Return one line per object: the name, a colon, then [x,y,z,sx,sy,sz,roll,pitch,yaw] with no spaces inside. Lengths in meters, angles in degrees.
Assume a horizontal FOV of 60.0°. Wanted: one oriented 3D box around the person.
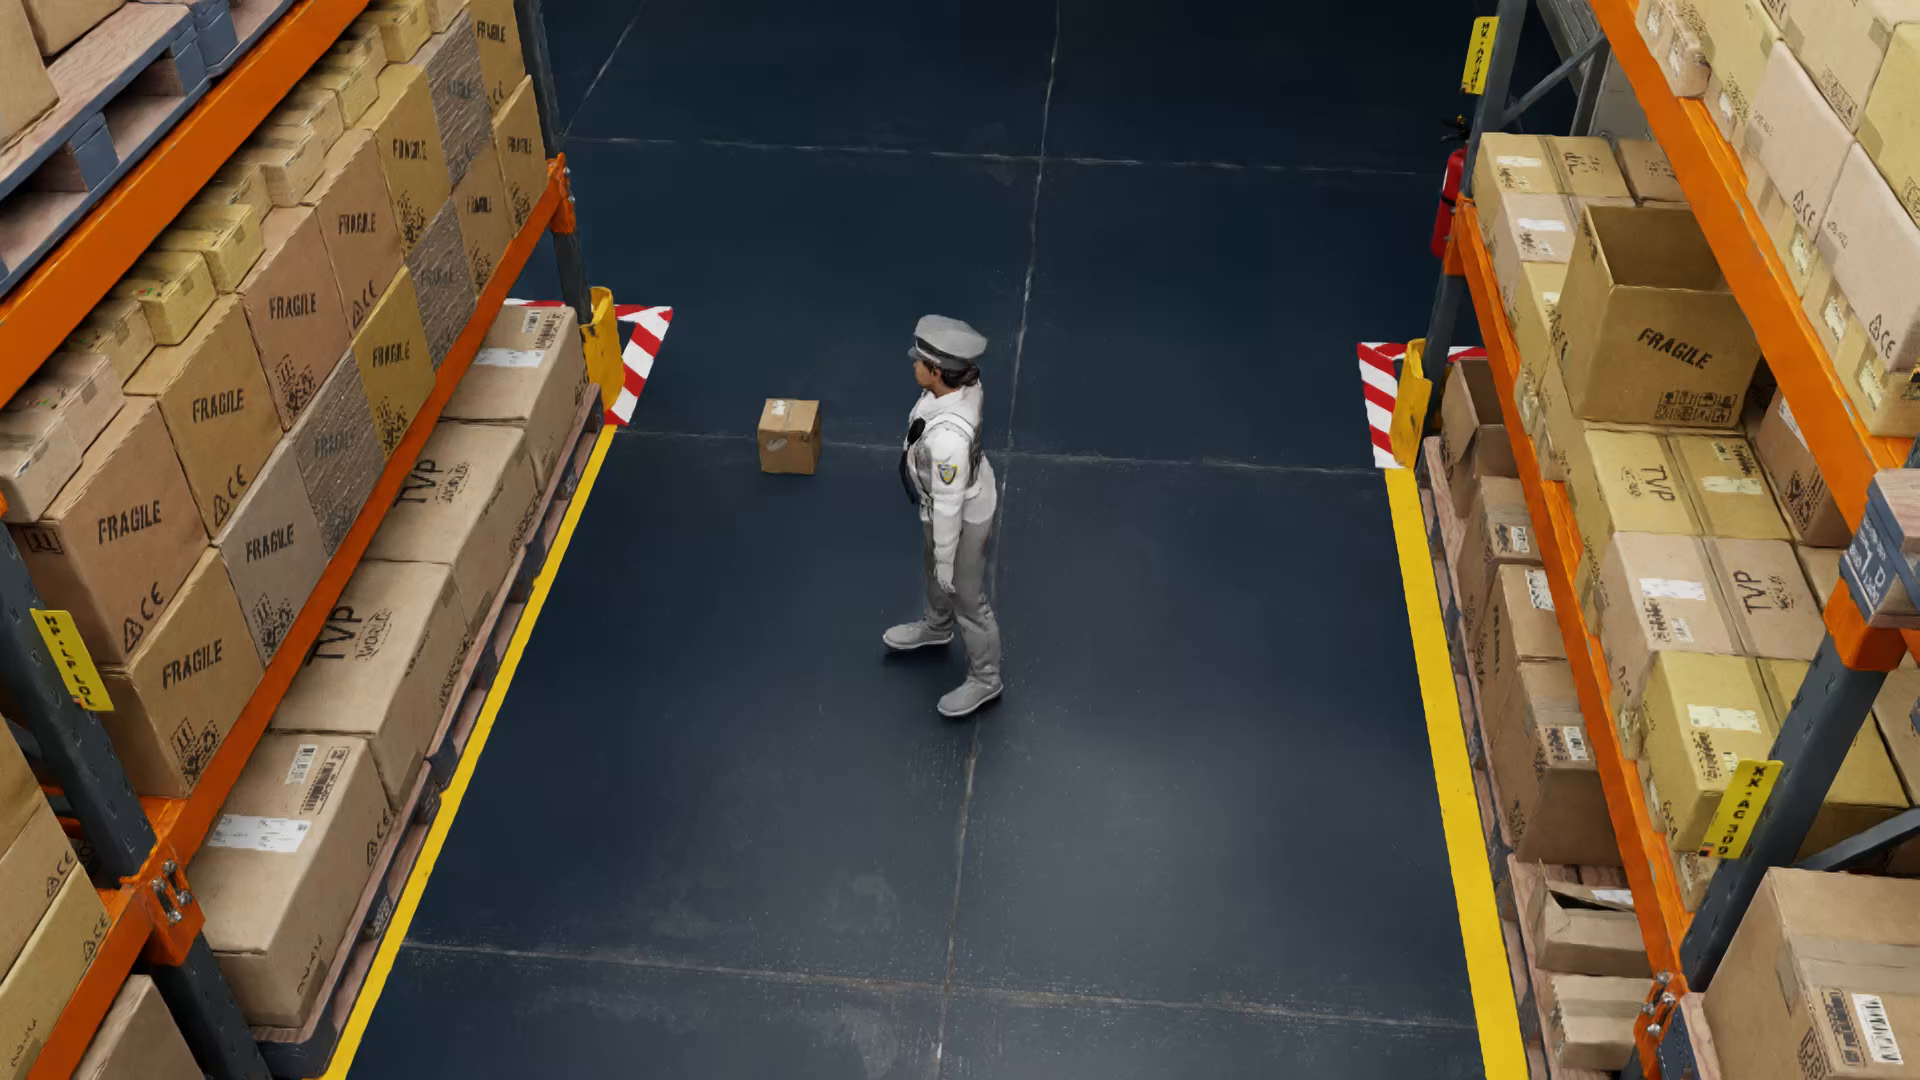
person: [-0.075,-0.120,6.246,0.482,1.679,0.648,1,40,1]
